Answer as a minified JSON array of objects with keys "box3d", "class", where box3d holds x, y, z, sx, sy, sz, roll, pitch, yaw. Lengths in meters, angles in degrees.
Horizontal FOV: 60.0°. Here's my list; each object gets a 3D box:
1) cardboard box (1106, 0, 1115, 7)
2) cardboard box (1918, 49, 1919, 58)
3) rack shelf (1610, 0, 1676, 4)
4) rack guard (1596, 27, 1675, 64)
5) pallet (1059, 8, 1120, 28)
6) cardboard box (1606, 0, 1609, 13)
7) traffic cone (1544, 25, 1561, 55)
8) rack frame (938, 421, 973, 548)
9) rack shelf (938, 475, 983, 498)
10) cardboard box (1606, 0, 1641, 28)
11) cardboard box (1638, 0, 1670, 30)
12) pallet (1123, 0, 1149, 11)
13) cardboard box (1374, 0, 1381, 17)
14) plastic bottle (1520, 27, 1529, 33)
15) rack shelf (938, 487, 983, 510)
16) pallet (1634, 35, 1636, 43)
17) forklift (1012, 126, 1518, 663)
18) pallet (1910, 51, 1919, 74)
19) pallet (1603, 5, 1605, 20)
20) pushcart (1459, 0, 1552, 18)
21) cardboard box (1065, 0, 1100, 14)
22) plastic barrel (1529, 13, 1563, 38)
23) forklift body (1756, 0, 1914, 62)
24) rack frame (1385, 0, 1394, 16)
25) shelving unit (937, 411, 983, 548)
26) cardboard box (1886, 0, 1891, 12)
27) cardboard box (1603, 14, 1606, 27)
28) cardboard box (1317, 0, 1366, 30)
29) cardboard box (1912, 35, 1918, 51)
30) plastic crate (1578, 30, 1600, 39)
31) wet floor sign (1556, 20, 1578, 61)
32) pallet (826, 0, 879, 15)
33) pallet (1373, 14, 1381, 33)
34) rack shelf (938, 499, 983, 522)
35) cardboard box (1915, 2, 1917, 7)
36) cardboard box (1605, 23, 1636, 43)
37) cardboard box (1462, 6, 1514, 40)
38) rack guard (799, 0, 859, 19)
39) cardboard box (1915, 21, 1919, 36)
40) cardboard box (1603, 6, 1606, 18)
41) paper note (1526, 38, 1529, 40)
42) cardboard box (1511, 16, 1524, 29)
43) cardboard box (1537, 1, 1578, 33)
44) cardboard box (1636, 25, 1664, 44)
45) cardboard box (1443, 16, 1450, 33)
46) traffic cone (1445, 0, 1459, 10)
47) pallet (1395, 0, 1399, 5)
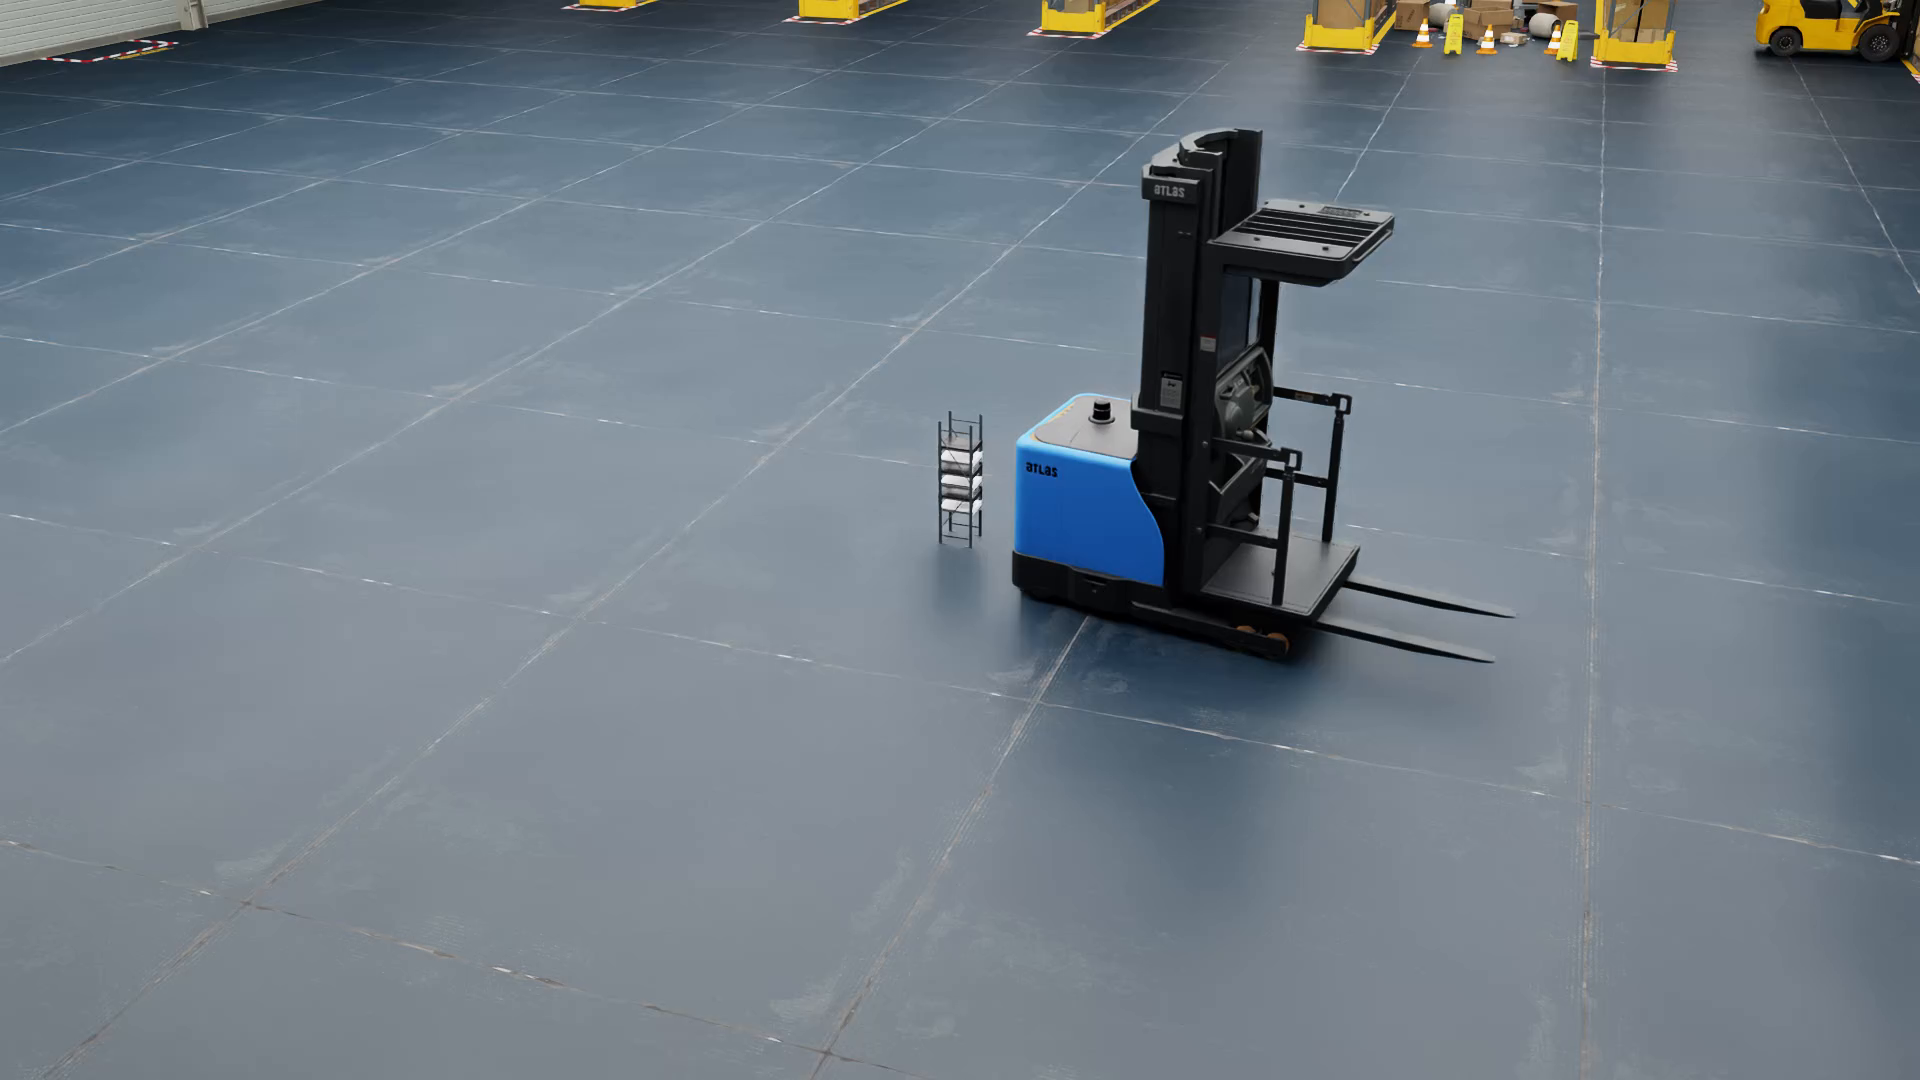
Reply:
[{"box3d":[2.720,-10.755,32.631,0.500,0.500,0.500,11,28,22],"class":"cardboard box"},{"box3d":[15.989,-7.967,27.159,0.500,0.250,0.500,9,27,18],"class":"cardboard box"},{"box3d":[12.114,-9.993,29.496,1.077,0.370,4.000,9,27,17],"class":"rack shelf"},{"box3d":[11.474,-8.401,28.251,1.175,0.500,0.348,9,27,17],"class":"rack guard"},{"box3d":[2.433,-10.037,31.961,1.003,0.211,1.213,9,27,17],"class":"pallet"},{"box3d":[11.814,-9.572,29.614,0.500,0.500,0.500,8,27,16],"class":"cardboard box"},{"box3d":[10.375,-8.717,28.946,0.336,0.463,0.334,9,27,17],"class":"traffic cone"},{"box3d":[-0.031,-0.367,11.198,0.240,0.900,0.006,9,27,17],"class":"rack frame"},{"box3d":[0.003,-0.378,11.299,0.258,0.077,0.200,9,27,17],"class":"rack shelf"},{"box3d":[11.469,-9.151,28.744,0.500,0.500,0.500,9,27,18],"class":"cardboard box"},{"box3d":[11.985,-9.085,28.608,0.500,0.500,0.500,8,27,16],"class":"cardboard box"},{"box3d":[3.245,-11.039,34.032,1.003,0.211,1.213,9,27,17],"class":"pallet"},{"box3d":[7.507,-10.428,31.526,0.875,0.875,0.875,9,27,18],"class":"cardboard box"},{"box3d":[10.582,-9.557,31.143,0.133,0.061,0.283,14,29,26],"class":"plastic bottle"},{"box3d":[0.003,-0.297,11.338,0.258,0.077,0.200,9,27,17],"class":"rack shelf"},{"box3d":[11.778,-8.600,28.992,1.003,0.211,1.213,9,27,17],"class":"pallet"},{"box3d":[1.879,-0.859,9.884,3.031,2.935,1.130,13,29,25],"class":"forklift"},{"box3d":[16.346,-7.842,27.427,1.003,0.211,1.213,9,27,17],"class":"pallet"},{"box3d":[13.038,-10.203,32.305,1.003,0.211,1.213,9,27,17],"class":"pallet"},{"box3d":[10.613,-10.268,32.248,1.648,0.377,0.936,0,26,-1],"class":"pushcart"},{"box3d":[2.327,-10.250,31.588,0.500,0.500,0.500,14,29,27],"class":"cardboard box"},{"box3d":[10.708,-9.403,30.409,0.421,0.421,0.512,-14,29,-27],"class":"plastic barrel"},{"box3d":[15.041,-9.438,28.499,2.313,2.155,1.214,9,27,17],"class":"forklift body"},{"box3d":[8.078,-11.815,32.433,1.000,3.000,0.127,9,27,17],"class":"rack frame"},{"box3d":[0.003,-0.408,11.284,0.258,0.900,0.210,9,27,17],"class":"shelving unit"},{"box3d":[17.890,-10.074,31.081,0.875,0.625,0.625,8,27,17],"class":"cardboard box"},{"box3d":[11.813,-9.245,29.799,0.500,0.250,0.500,8,27,16],"class":"cardboard box"},{"box3d":[6.911,-9.692,30.005,0.875,0.875,0.875,9,27,18],"class":"cardboard box"},{"box3d":[16.339,-8.374,28.000,0.500,0.250,0.500,9,27,18],"class":"cardboard box"},{"box3d":[11.484,-9.298,30.586,0.402,0.080,0.583,0,26,-1],"class":"plastic crate"},{"box3d":[10.377,-8.512,28.314,0.267,0.644,0.232,20,32,35],"class":"wet floor sign"},{"box3d":[-2.311,-10.766,33.467,1.003,0.211,1.213,9,27,17],"class":"pallet"},{"box3d":[7.347,-9.755,31.380,1.003,0.211,1.213,9,27,17],"class":"pallet"},{"box3d":[0.003,-0.216,11.377,0.258,0.077,0.200,9,27,17],"class":"rack shelf"},{"box3d":[16.489,-9.039,28.226,0.500,0.250,0.500,8,27,16],"class":"cardboard box"},{"box3d":[11.472,-8.827,28.936,0.500,0.250,0.500,9,27,17],"class":"cardboard box"},{"box3d":[9.646,-9.460,30.434,0.797,0.503,0.637,-9,27,-18],"class":"cardboard box"},{"box3d":[-2.586,-10.563,32.716,1.175,0.500,0.348,9,27,17],"class":"rack guard"},{"box3d":[16.327,-8.618,27.930,0.500,0.250,0.500,8,27,16],"class":"cardboard box"},{"box3d":[12.329,-9.887,31.124,0.500,0.250,0.500,7,27,15],"class":"cardboard box"},{"box3d":[10.310,-9.158,30.365,0.148,0.019,0.142,20,32,35],"class":"paper note"},{"box3d":[10.485,-9.884,31.584,0.258,0.266,0.396,-9,27,-18],"class":"cardboard box"},{"box3d":[11.140,-9.771,31.079,0.500,0.500,0.500,-14,29,-27],"class":"cardboard box"},{"box3d":[11.978,-8.737,28.751,0.500,0.250,0.500,9,27,17],"class":"cardboard box"},{"box3d":[9.243,-9.611,31.018,0.396,0.266,0.258,14,29,26],"class":"cardboard box"},{"box3d":[9.949,-11.005,33.672,0.336,0.463,0.334,9,27,17],"class":"traffic cone"},{"box3d":[8.668,-11.391,34.757,1.003,0.211,1.213,9,27,17],"class":"pallet"}]
